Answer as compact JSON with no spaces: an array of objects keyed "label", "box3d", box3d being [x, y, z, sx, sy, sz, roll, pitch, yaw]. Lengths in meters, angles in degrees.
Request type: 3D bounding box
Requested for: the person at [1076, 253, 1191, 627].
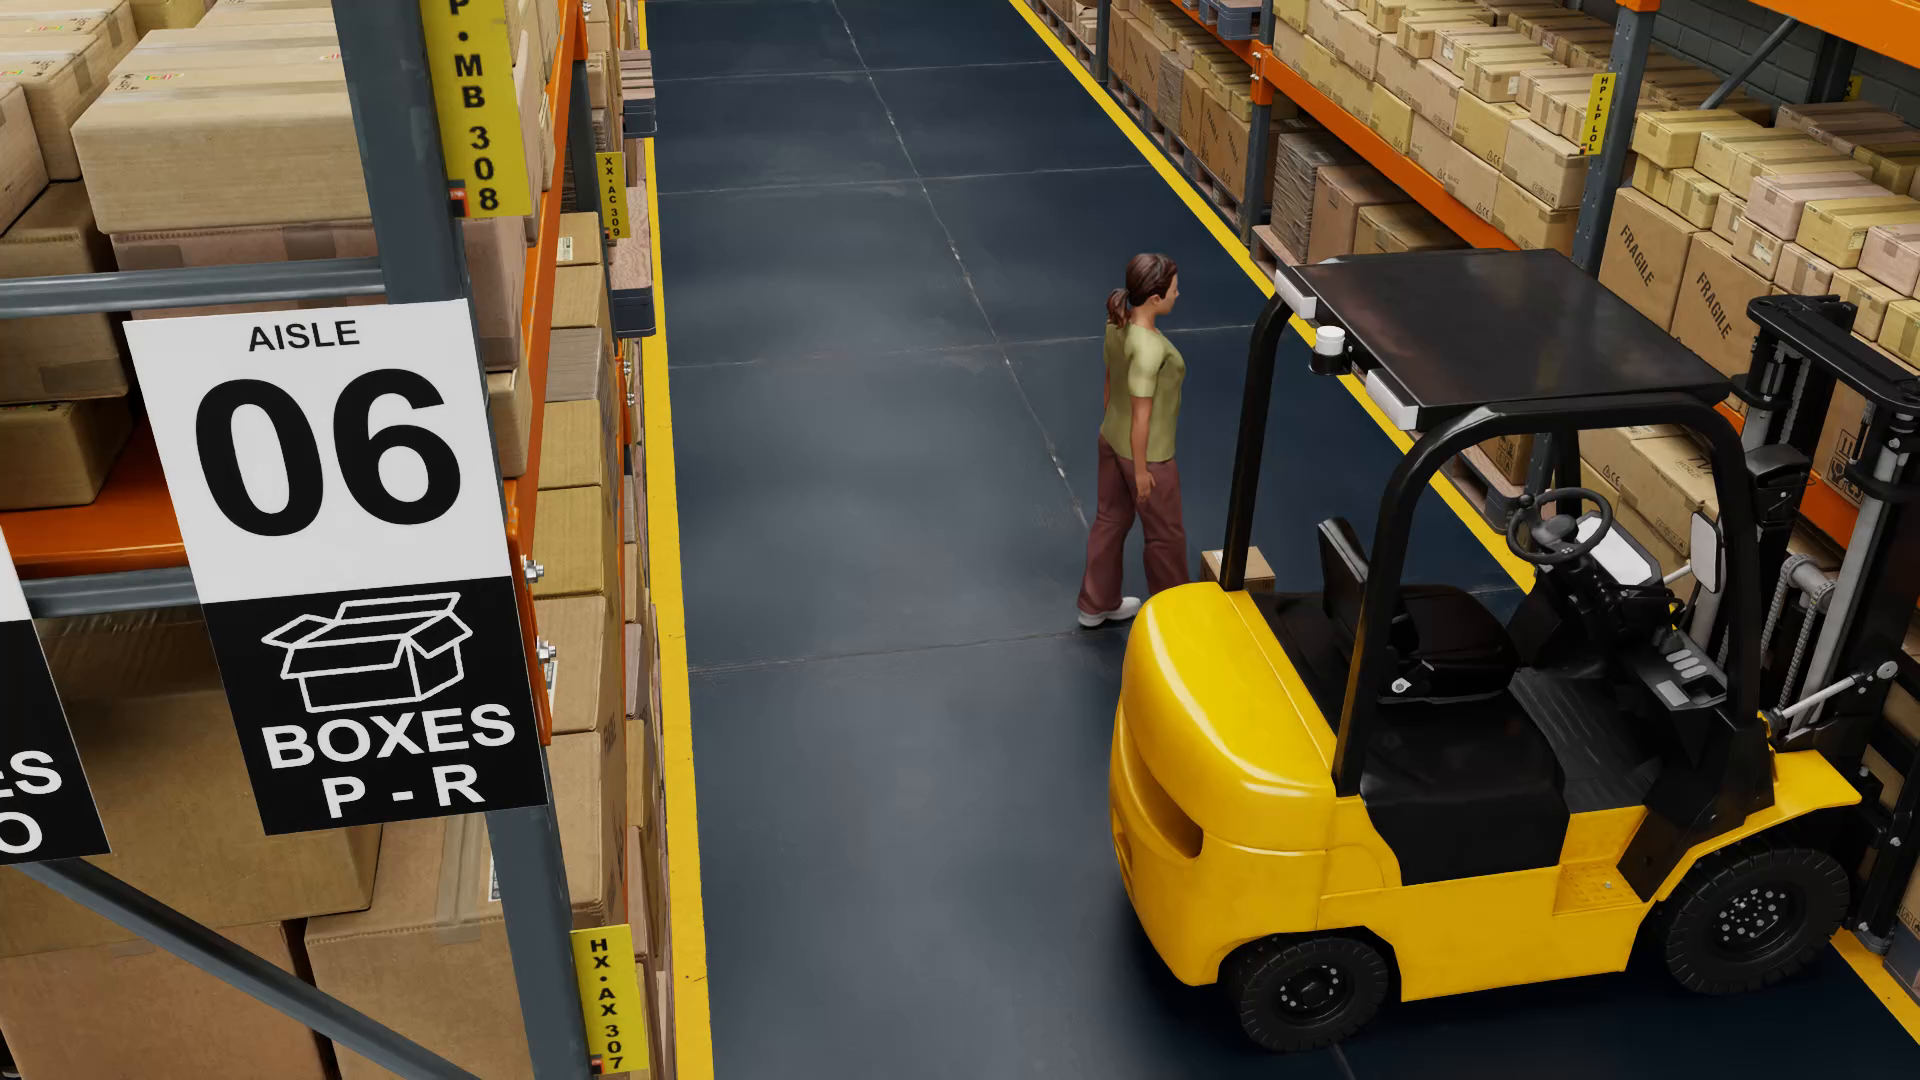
[{"label":"person","box3d":[0.797,-0.383,6.761,0.592,1.672,0.457,-11,33,-18]}]
